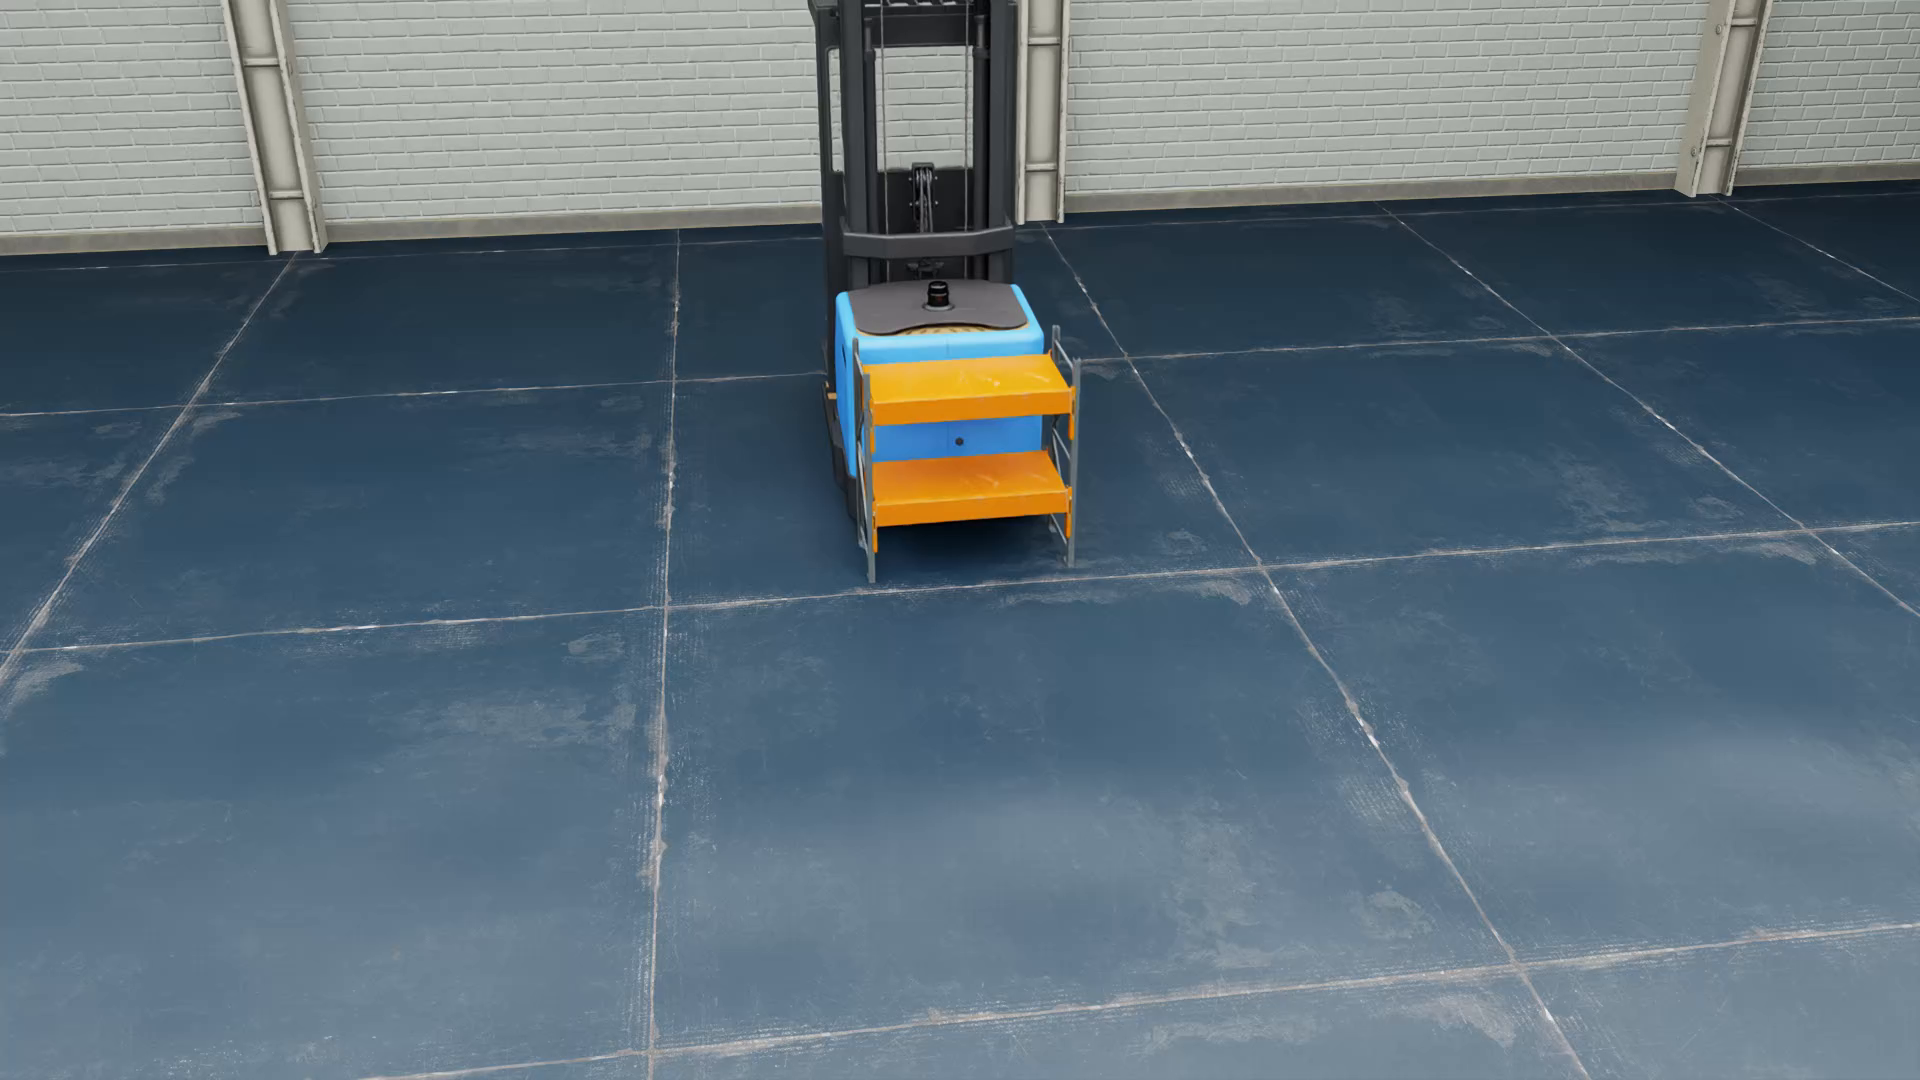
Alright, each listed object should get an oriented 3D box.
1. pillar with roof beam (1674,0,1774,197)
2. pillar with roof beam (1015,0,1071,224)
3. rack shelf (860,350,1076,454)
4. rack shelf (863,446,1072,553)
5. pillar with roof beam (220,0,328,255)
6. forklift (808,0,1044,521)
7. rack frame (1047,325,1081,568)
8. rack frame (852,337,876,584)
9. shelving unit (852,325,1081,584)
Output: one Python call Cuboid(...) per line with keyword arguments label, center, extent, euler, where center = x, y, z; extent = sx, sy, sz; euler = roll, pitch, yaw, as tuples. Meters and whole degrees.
Cuboid(label="pillar with roof beam", center=(7.198, -5.157, 8.944), extent=(0.400, 9.000, 9.100), euler=(-4, 27, -7))
Cuboid(label="pillar with roof beam", center=(1.256, -4.776, 8.200), extent=(0.400, 9.000, 9.100), euler=(-4, 27, -7))
Cuboid(label="rack shelf", center=(0.022, -0.692, 8.226), extent=(1.000, 0.278, 0.538), euler=(-4, 27, -9))
Cuboid(label="rack shelf", center=(0.022, -0.214, 8.471), extent=(1.000, 0.278, 0.538), euler=(-4, 27, -9))
Cuboid(label="pillar with roof beam", center=(-4.685, -4.394, 7.456), extent=(0.400, 9.000, 9.100), euler=(-4, 27, -7))
Cuboid(label="forklift", center=(-0.266, -2.050, 9.535), extent=(1.130, 2.935, 3.031), euler=(-4, 27, -7))
Cuboid(label="rack frame", center=(0.523, -0.471, 8.435), extent=(0.032, 1.125, 0.500), euler=(-4, 27, -9))
Cuboid(label="rack frame", center=(-0.479, -0.393, 8.283), extent=(0.032, 1.125, 0.500), euler=(-4, 27, -9))
Cuboid(label="shelving unit", center=(0.022, -0.432, 8.359), extent=(1.048, 1.125, 0.538), euler=(-4, 27, -9))
